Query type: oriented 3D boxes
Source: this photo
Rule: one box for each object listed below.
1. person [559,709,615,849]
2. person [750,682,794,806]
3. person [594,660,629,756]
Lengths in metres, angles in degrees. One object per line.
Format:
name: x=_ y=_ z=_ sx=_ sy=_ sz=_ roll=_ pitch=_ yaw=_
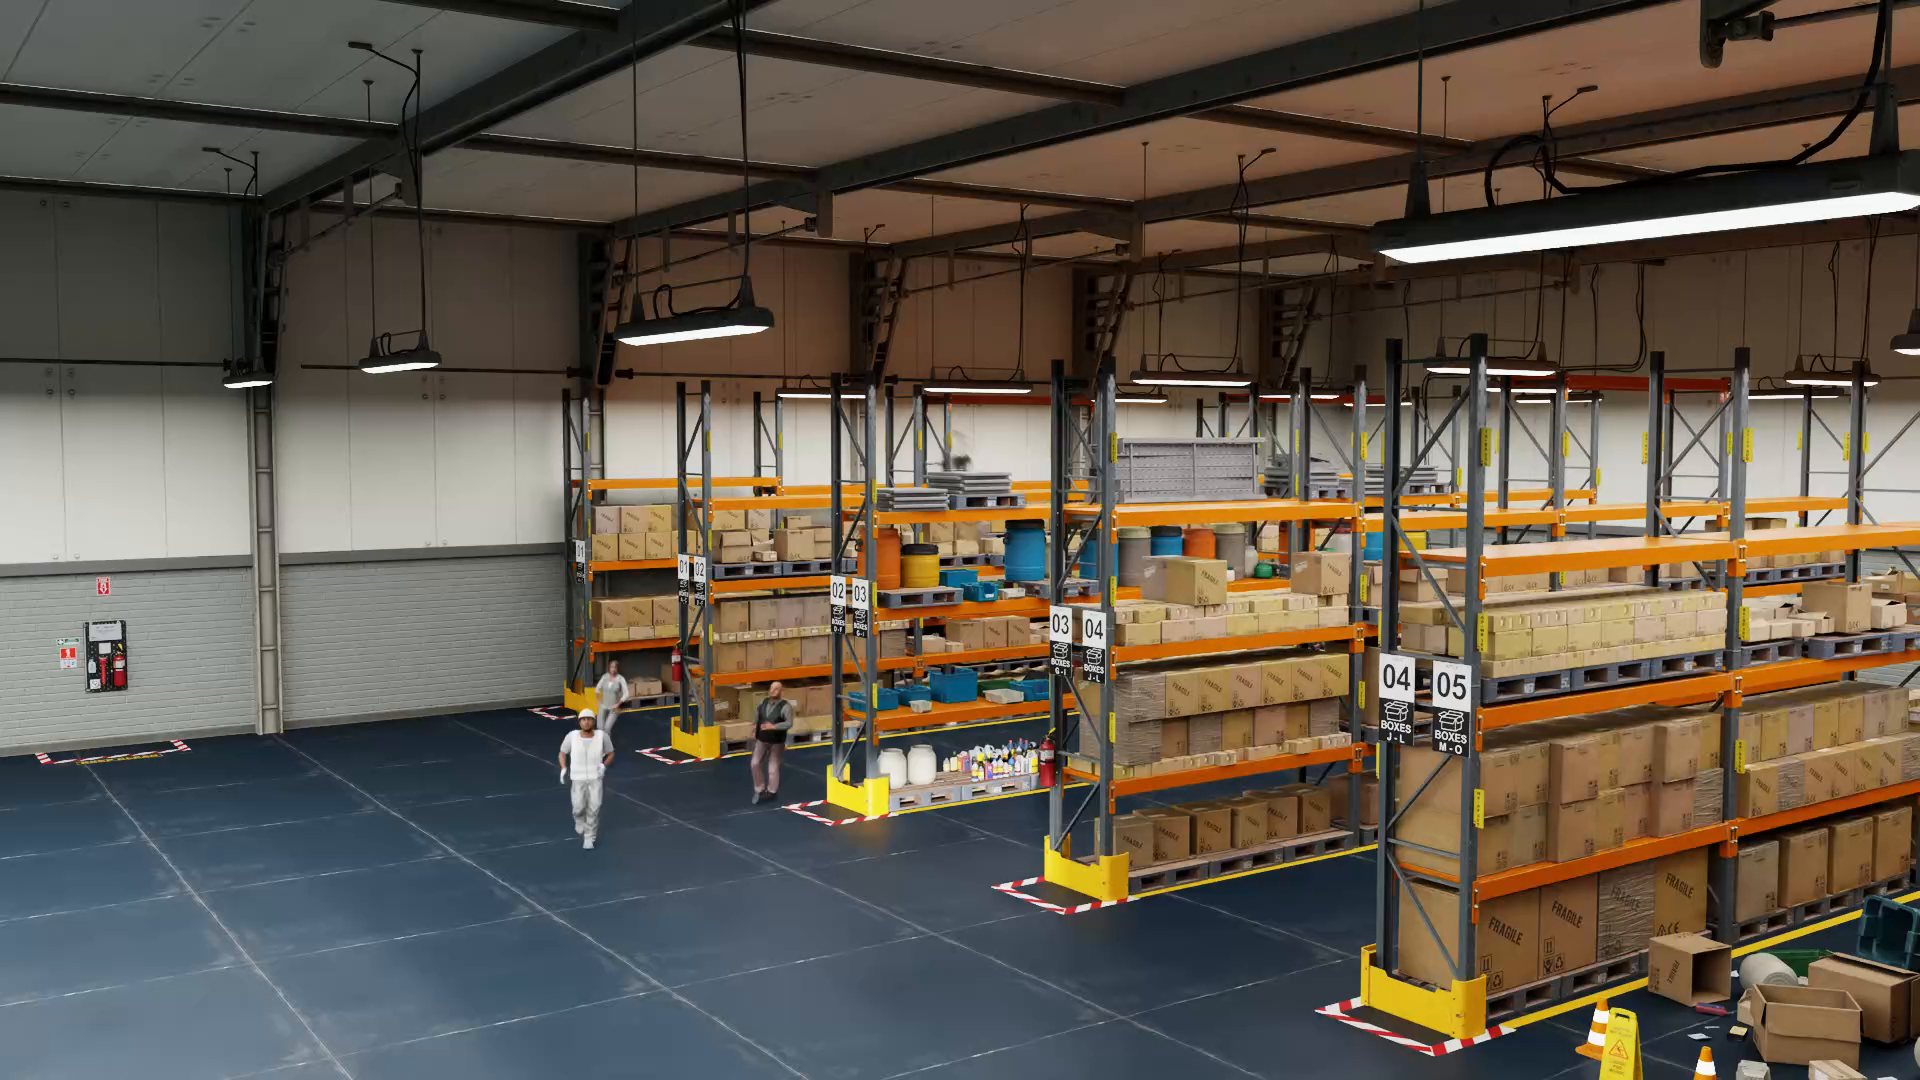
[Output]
person: x=-4.648 y=2.968 z=20.740 sx=0.686 sy=1.733 sz=0.599 roll=-1 pitch=4 yaw=-12
person: x=-2.632 y=2.826 z=23.179 sx=0.668 sy=1.701 sz=0.696 roll=1 pitch=4 yaw=10
person: x=-5.583 y=2.689 z=26.614 sx=0.584 sy=1.533 sz=0.504 roll=0 pitch=4 yaw=0
